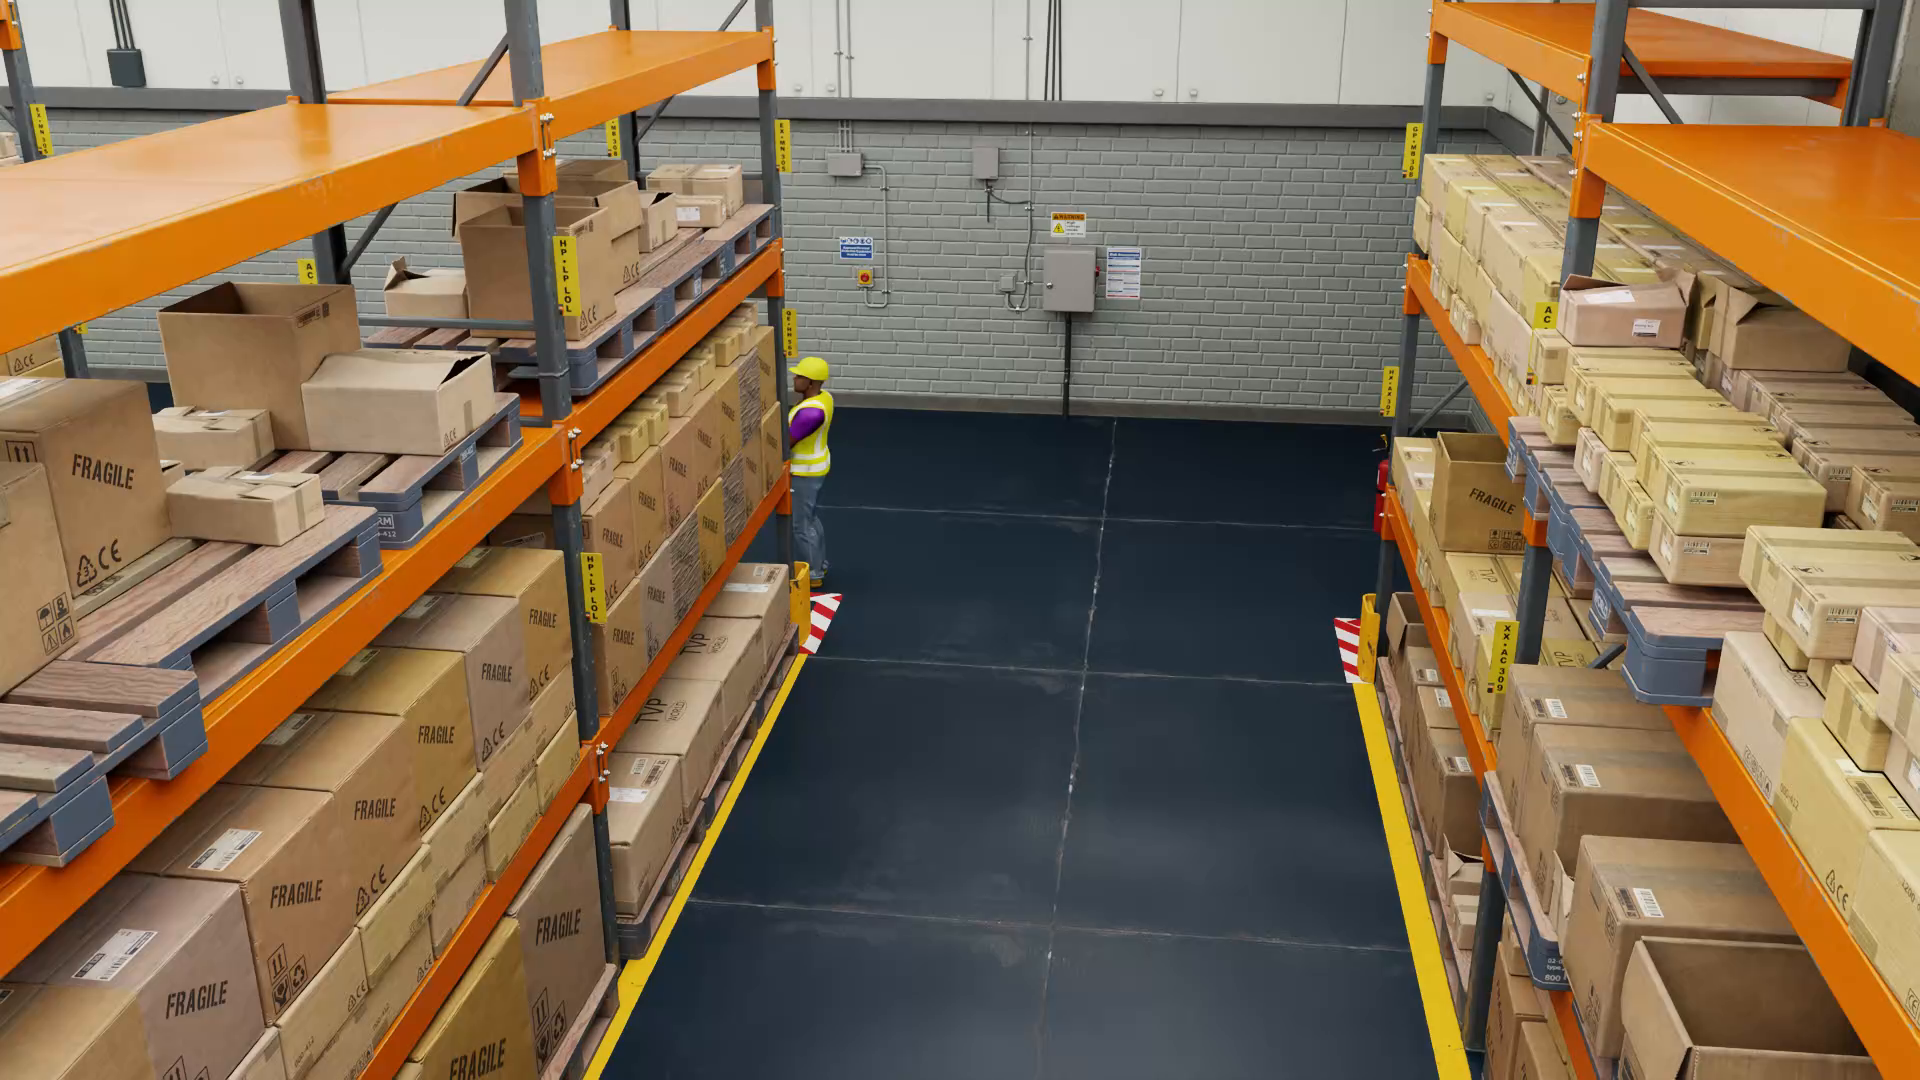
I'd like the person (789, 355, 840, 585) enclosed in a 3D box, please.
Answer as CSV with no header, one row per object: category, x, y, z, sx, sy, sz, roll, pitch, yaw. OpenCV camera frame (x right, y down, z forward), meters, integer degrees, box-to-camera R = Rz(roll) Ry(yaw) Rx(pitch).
person,-1.193,-0.532,12.417,0.529,1.771,0.544,9,23,23
